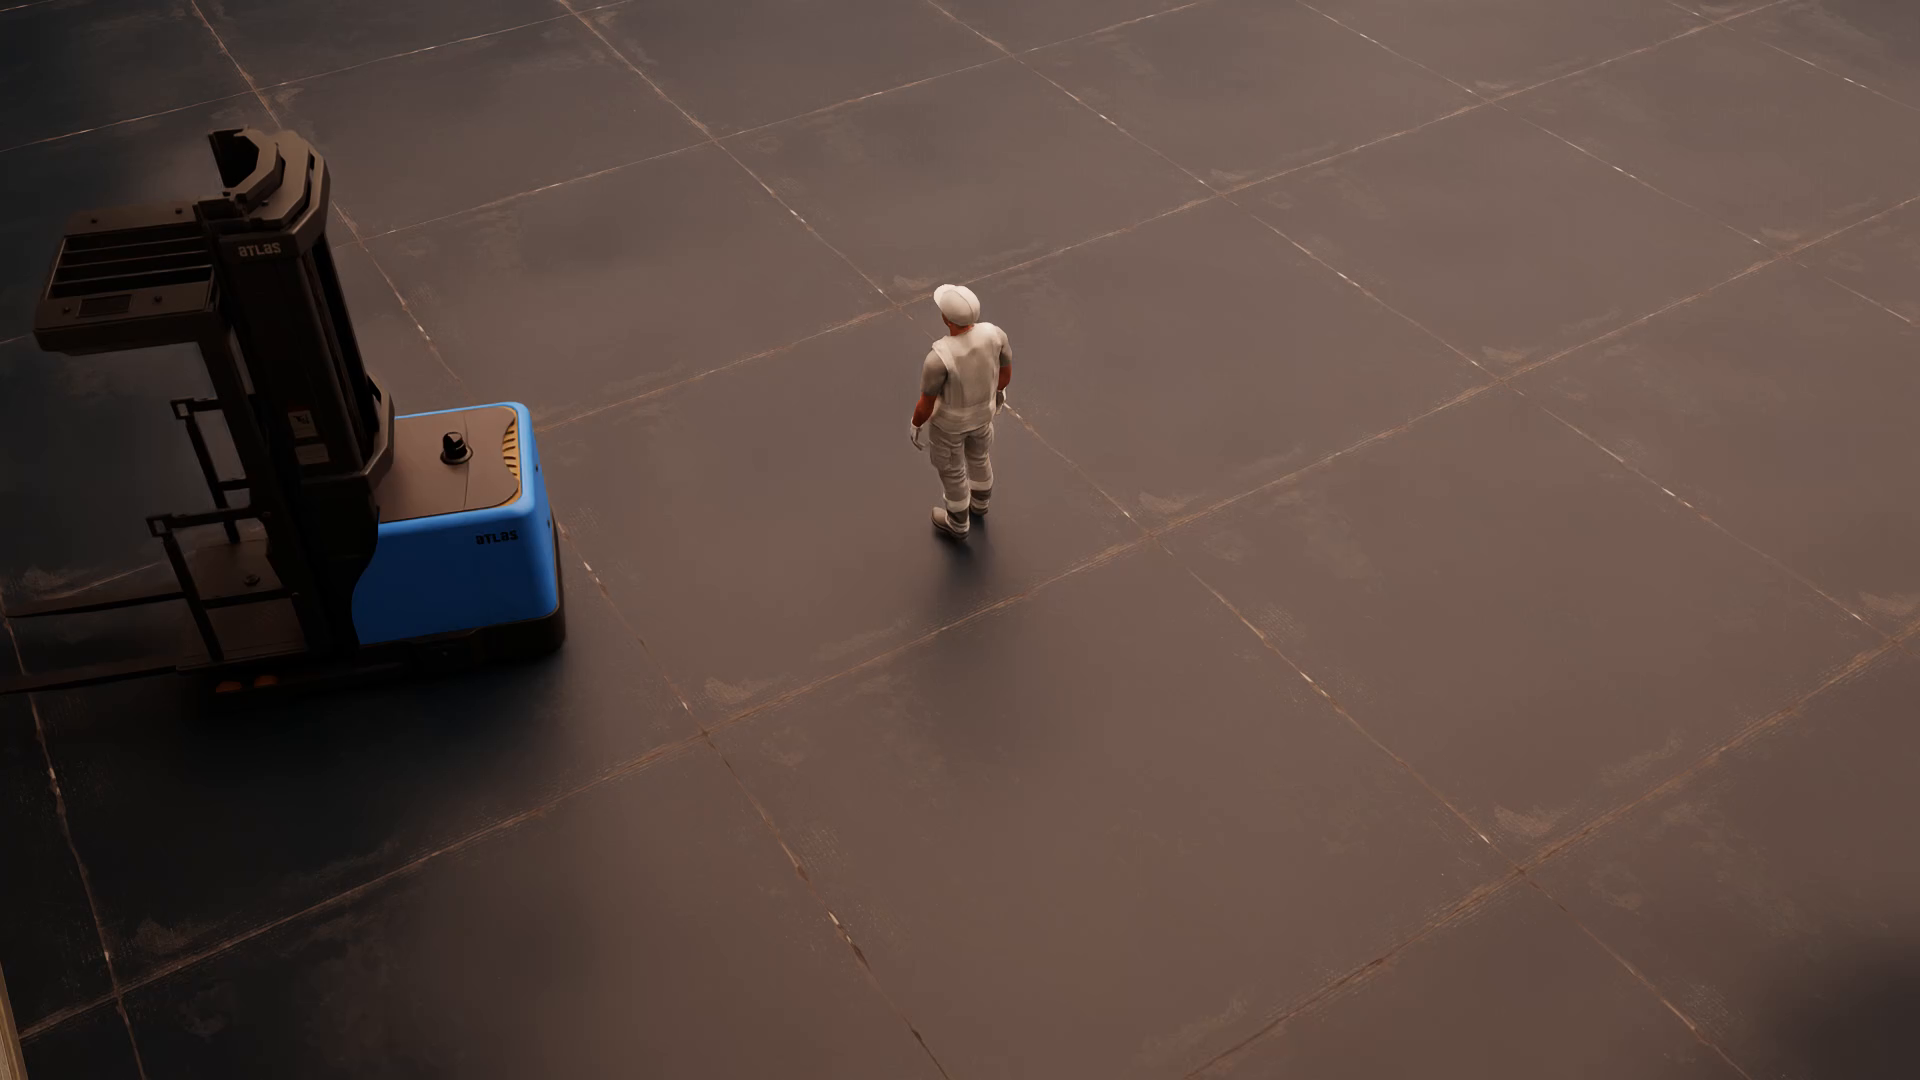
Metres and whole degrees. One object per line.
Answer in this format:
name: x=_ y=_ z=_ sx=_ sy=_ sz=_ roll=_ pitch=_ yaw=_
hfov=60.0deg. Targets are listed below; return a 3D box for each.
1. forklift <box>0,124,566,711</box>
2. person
forklift: x=-3.794 y=-0.560 z=8.512 sx=3.031 sy=2.935 sz=1.130 roll=-9 pitch=42 yaw=-10
person: x=-0.034 y=-0.758 z=9.534 sx=0.638 sy=1.789 sz=0.561 roll=-23 pitch=46 yaw=-24
